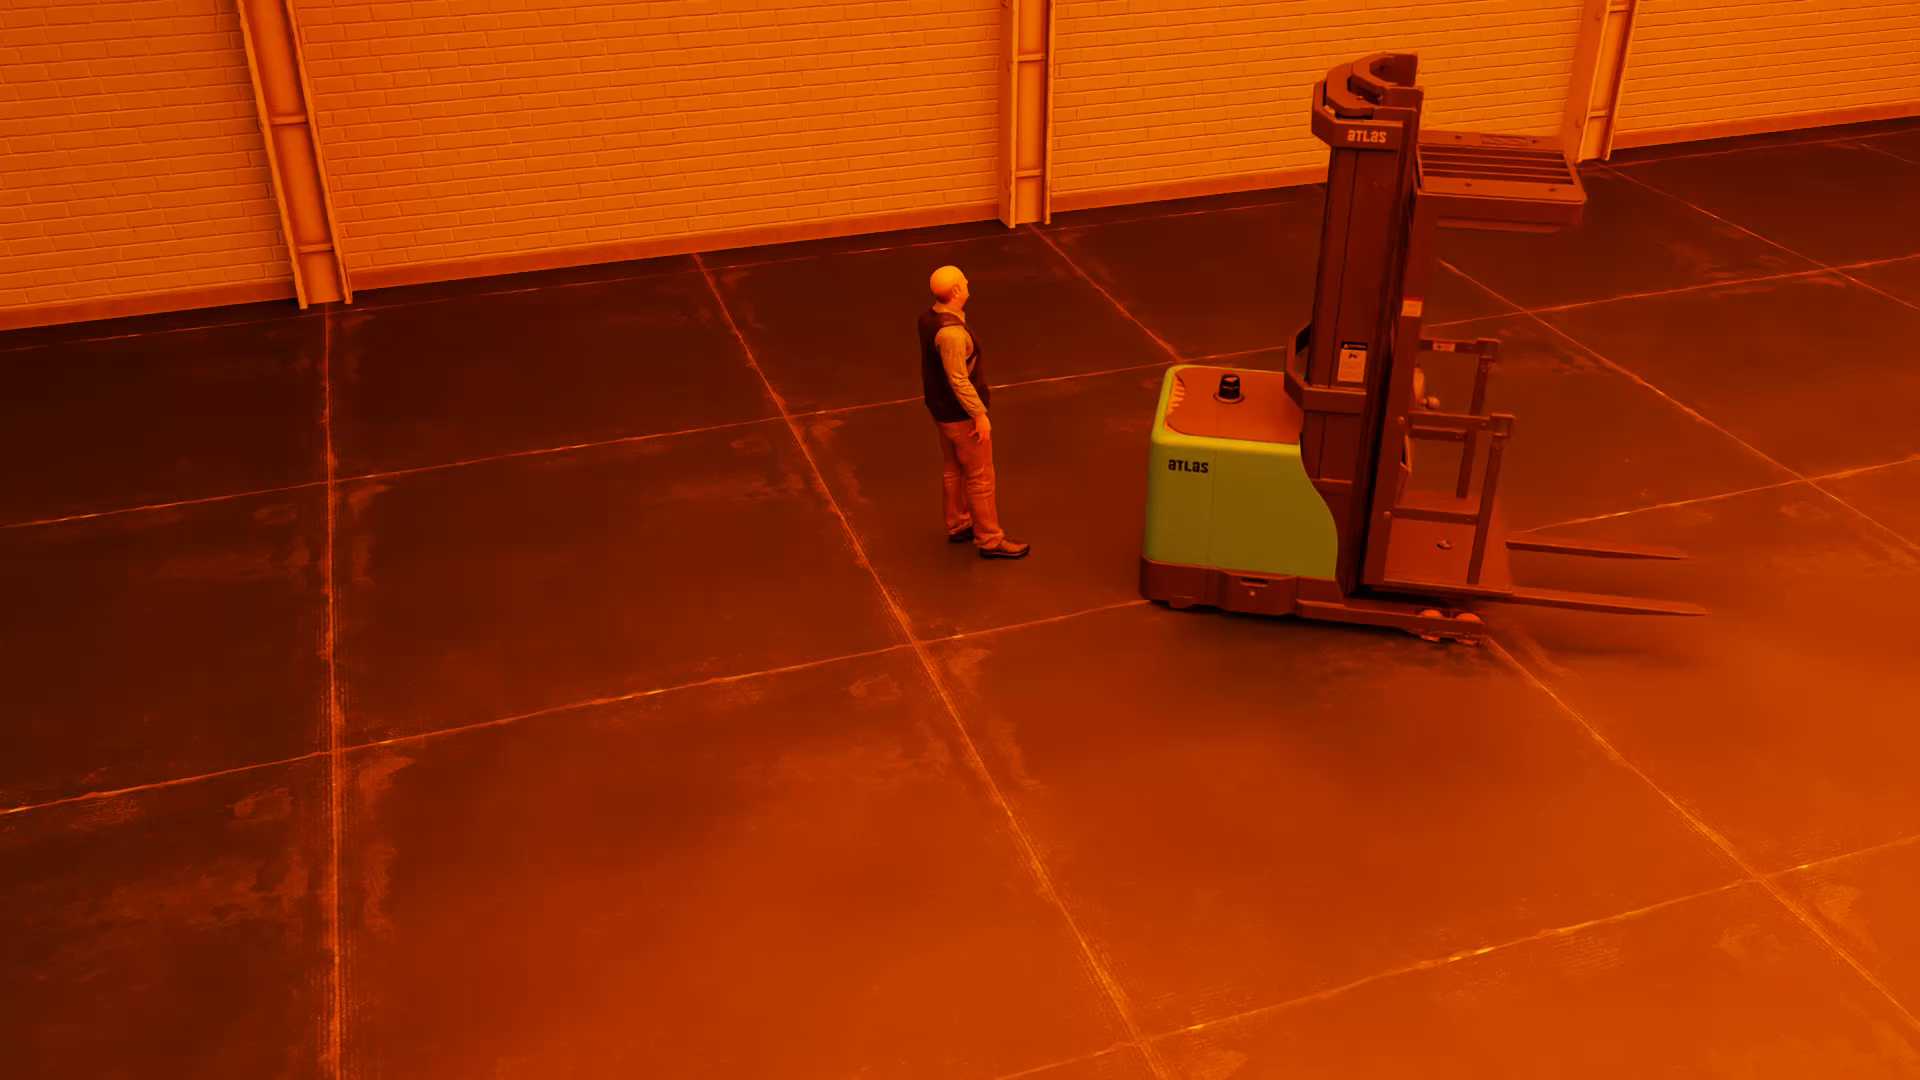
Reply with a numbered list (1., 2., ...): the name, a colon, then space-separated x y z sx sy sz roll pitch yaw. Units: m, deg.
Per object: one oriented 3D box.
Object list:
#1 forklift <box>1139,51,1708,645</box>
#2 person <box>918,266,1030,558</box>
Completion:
1. forklift: 2.578 -0.992 8.811 3.031 2.935 1.130 6 30 10
2. person: 0.061 -0.758 9.603 0.568 1.720 0.632 -10 31 -16
